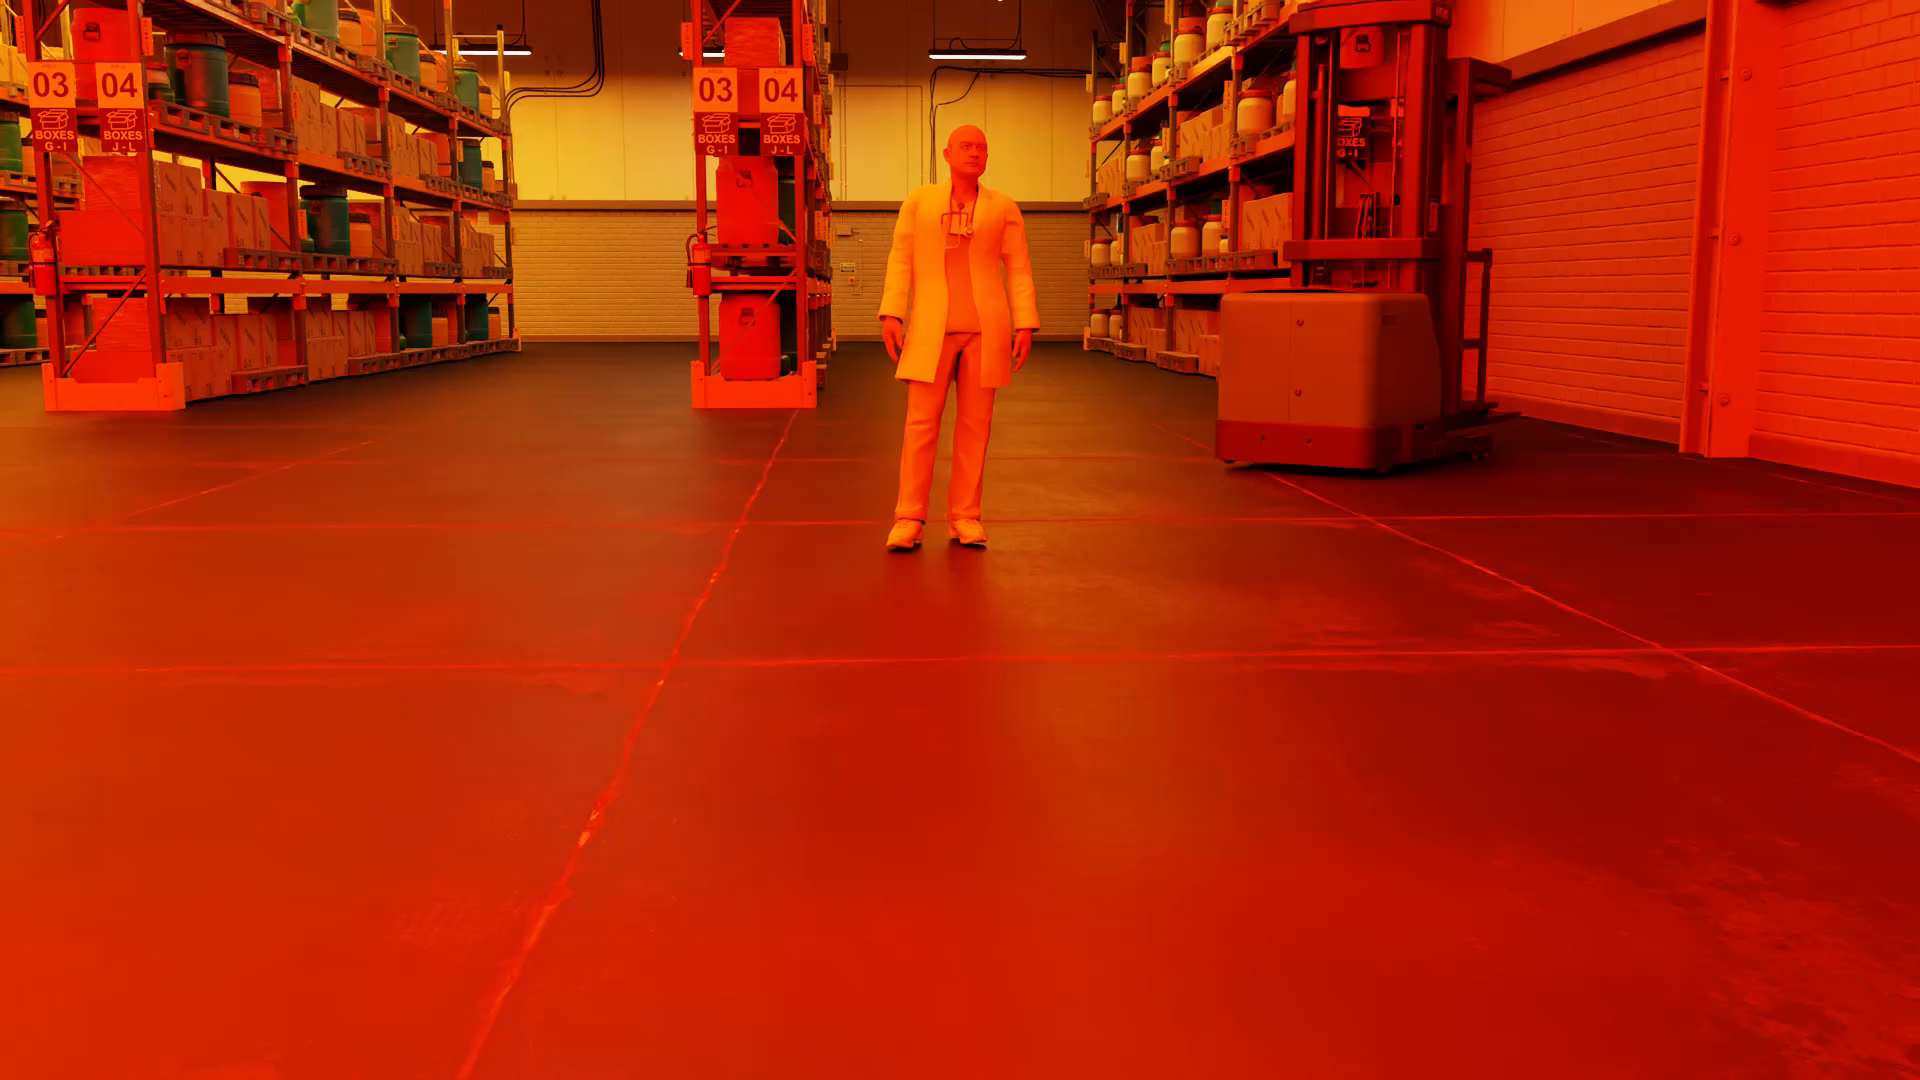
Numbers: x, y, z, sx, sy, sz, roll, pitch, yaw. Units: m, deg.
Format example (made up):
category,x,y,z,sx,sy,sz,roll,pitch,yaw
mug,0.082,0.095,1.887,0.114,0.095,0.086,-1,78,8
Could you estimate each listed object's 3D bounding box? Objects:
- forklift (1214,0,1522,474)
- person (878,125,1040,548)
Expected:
category,x,y,z,sx,sy,sz,roll,pitch,yaw
forklift,2.859,-2.004,10.828,1.130,2.935,3.031,6,11,37
person,0.002,-0.873,7.088,0.698,1.778,0.578,-1,8,-4
